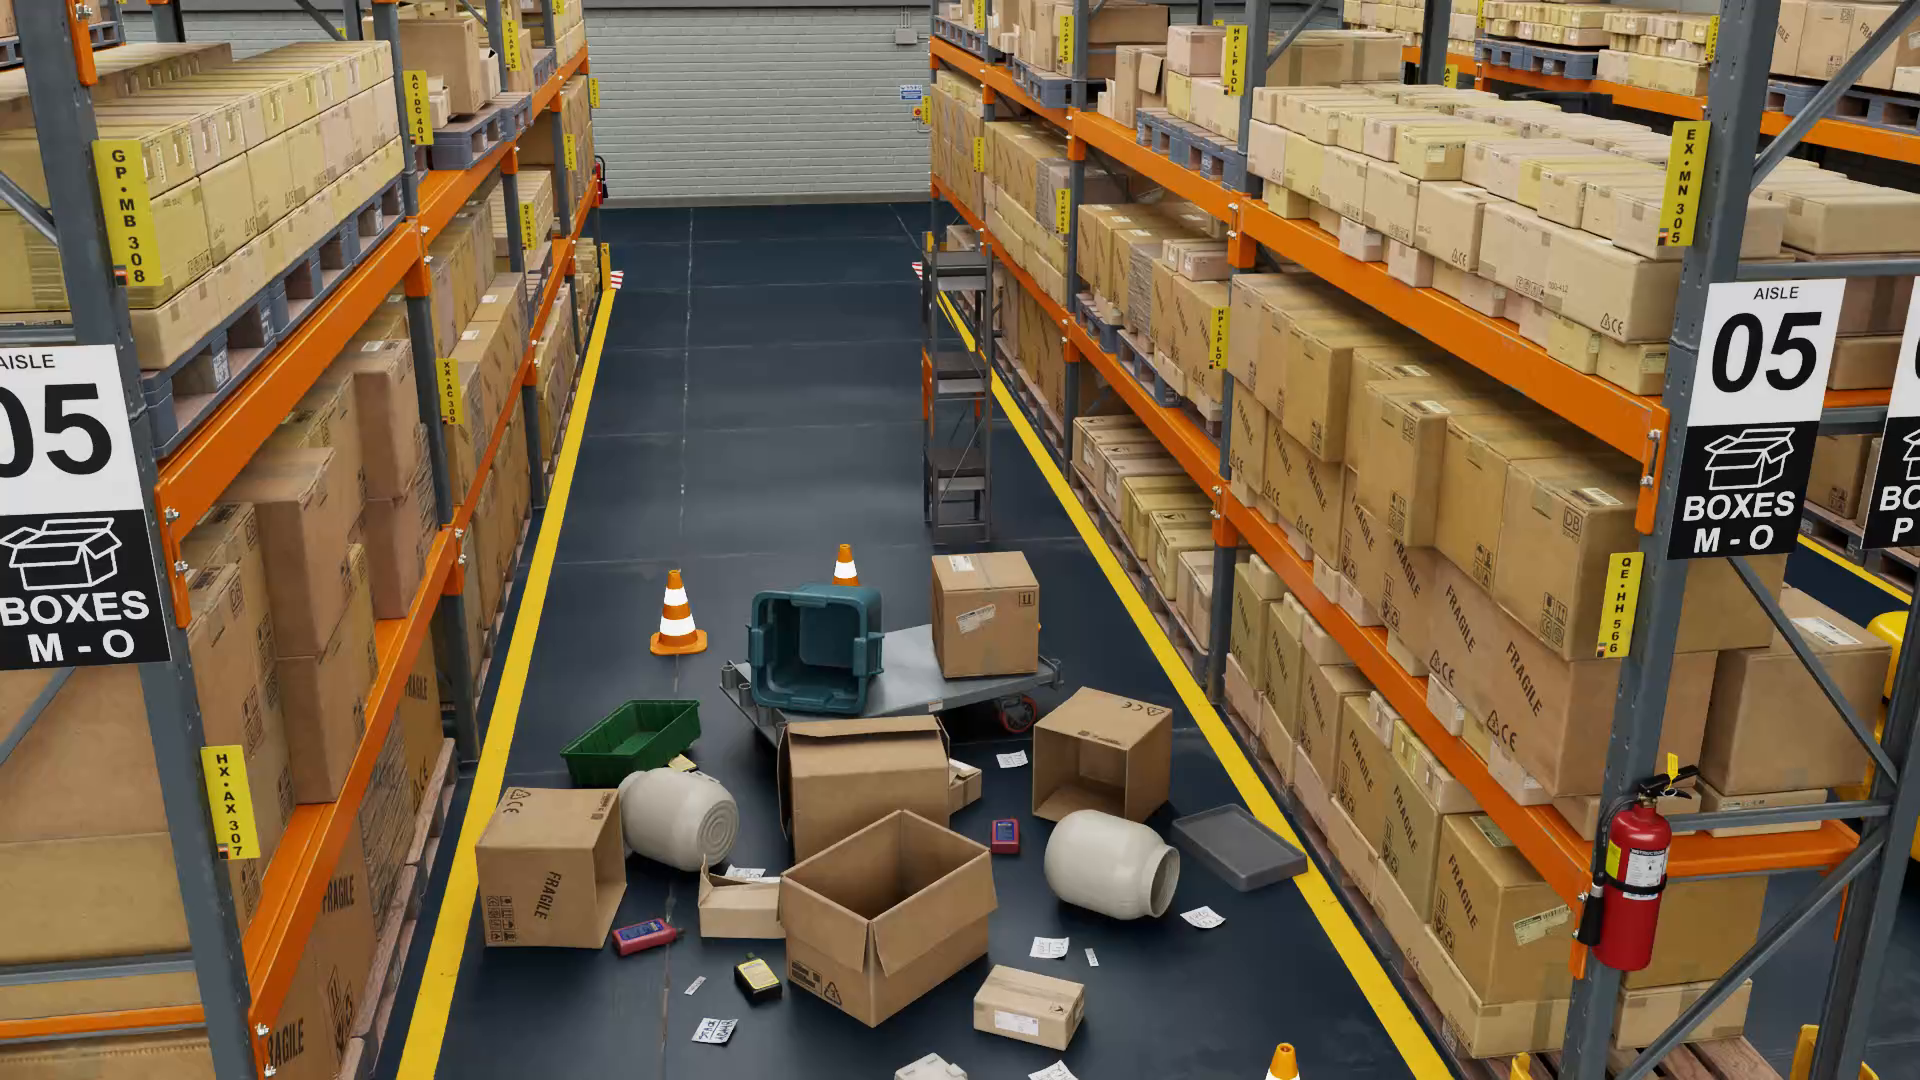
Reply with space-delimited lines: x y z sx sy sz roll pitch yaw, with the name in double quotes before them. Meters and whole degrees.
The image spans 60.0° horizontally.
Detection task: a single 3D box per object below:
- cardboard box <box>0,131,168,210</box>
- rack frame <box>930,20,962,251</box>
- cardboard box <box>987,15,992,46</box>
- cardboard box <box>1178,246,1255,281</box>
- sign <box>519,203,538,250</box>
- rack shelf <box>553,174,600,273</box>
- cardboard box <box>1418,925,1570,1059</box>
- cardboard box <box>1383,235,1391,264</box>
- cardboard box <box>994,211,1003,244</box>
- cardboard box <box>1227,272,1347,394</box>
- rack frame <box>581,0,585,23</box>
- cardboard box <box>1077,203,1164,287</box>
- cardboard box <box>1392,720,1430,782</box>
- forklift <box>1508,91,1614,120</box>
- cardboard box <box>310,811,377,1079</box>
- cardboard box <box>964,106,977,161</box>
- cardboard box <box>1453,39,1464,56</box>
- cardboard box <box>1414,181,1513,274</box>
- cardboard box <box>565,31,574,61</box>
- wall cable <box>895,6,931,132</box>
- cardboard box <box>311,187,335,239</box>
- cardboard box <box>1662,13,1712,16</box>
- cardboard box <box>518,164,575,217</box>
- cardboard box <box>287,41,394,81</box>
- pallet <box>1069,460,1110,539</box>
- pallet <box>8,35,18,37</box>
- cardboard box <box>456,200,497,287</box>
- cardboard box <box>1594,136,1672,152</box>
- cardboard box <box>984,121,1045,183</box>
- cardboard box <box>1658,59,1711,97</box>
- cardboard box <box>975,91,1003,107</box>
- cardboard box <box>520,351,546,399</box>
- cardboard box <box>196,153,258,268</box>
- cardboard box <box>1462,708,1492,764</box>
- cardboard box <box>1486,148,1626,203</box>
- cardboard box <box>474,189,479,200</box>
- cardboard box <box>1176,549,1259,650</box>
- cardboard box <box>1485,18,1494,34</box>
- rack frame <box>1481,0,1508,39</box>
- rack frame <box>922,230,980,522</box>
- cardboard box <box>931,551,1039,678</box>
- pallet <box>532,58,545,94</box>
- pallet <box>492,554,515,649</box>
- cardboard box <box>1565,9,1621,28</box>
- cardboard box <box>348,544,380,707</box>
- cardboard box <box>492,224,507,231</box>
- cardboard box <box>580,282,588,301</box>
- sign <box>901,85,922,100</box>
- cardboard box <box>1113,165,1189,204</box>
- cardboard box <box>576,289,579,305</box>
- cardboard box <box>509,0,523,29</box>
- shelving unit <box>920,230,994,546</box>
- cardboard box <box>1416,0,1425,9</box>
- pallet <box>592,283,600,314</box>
"cardboard box" -2.155 -0.892 4.006 0.380 0.149 0.250 -3 21 -7
"rack frame" 0.155 -4.680 19.960 1.000 3.000 0.127 -3 21 -8
"cardboard box" 0.458 -4.643 15.166 0.396 0.266 0.258 -3 21 -8
"cardboard box" 1.483 -1.599 9.614 0.380 0.149 0.250 -4 21 -9
"sign" -3.027 -2.197 11.657 0.100 0.325 0.005 -3 21 -8
"rack shelf" -4.440 -3.366 17.469 1.077 0.370 4.000 -3 21 -8
"cardboard box" 2.075 1.676 6.270 0.500 0.250 0.500 -3 21 -8
"cardboard box" 1.909 -1.158 6.601 0.380 0.149 0.250 -3 21 -7
"cardboard box" 0.610 -2.880 15.355 0.500 0.250 0.500 -3 21 -9
"cardboard box" 1.734 -1.017 8.154 0.700 0.500 0.500 -3 21 -8
"rack frame" -4.729 -7.206 18.148 1.000 3.000 0.127 -3 21 -8
"cardboard box" 1.144 -2.126 11.952 0.500 0.500 0.500 -4 21 -9
"cardboard box" 1.936 0.821 6.563 0.380 0.149 0.250 -3 21 -7
"forklift" 4.391 -1.642 11.923 1.130 2.935 3.031 -7 22 -17
"cardboard box" -2.714 1.407 6.099 0.875 0.875 0.875 -3 21 -9
"cardboard box" 0.325 -4.136 16.931 0.500 0.500 0.500 -3 21 -9
"cardboard box" 5.267 -5.029 16.965 0.380 0.149 0.250 -3 21 -8
"cardboard box" 1.970 -1.132 5.962 0.500 0.250 0.500 -2 21 -6
"cardboard box" -4.094 -4.873 16.404 0.500 0.250 0.500 -2 21 -5
"wall cable" -0.681 -7.122 25.000 0.585 1.953 0.123 -3 21 -8
"cardboard box" -2.409 -1.133 5.792 0.380 0.149 0.250 -3 21 -8
"cardboard box" 6.198 -4.400 14.142 0.380 0.149 0.250 -3 21 -8
"cardboard box" -3.974 -3.381 15.913 0.500 0.500 0.500 -3 21 -9
"cardboard box" -2.630 -2.035 7.066 0.380 0.149 0.250 -3 21 -8
"pallet" 1.420 -0.333 12.307 1.003 0.211 1.213 -3 21 -8
"pallet" -9.355 -4.864 16.292 1.003 0.211 1.213 -3 21 -8
"cardboard box" -3.520 -1.985 11.172 0.700 0.500 0.500 -3 21 -8
"cardboard box" 2.536 -1.377 6.048 0.380 0.149 0.250 -2 21 -6
"cardboard box" 0.511 -3.644 15.612 0.500 0.500 0.500 -3 21 -7
"cardboard box" 5.906 -3.662 13.162 0.500 0.250 0.500 -4 21 -10
"cardboard box" 0.361 -4.475 16.912 0.380 0.149 0.250 -3 21 -8
"cardboard box" -3.435 -1.254 12.686 0.500 0.250 0.500 -4 21 -10
"cardboard box" -2.312 -0.929 4.676 0.500 0.250 0.500 -3 21 -8
"cardboard box" 2.034 0.687 5.950 0.380 0.149 0.250 -3 21 -9
"cardboard box" 2.053 -1.258 5.729 0.380 0.149 0.250 -3 21 -8
"cardboard box" -4.550 -3.069 14.981 0.380 0.149 0.250 -3 21 -7
"cardboard box" 1.807 0.327 9.708 0.950 0.372 0.625 -3 21 -7
"cardboard box" 5.293 -4.954 16.023 0.380 0.149 0.250 -3 21 -7
"rack frame" 5.643 -6.357 15.876 1.000 3.000 0.127 -3 21 -8
"rack frame" -0.059 -1.125 11.728 0.400 2.100 0.015 -3 21 -8
"cardboard box" 0.128 0.391 8.872 0.500 0.500 0.500 -3 21 -8
"pallet" -4.016 -3.750 13.450 1.213 0.211 1.003 -3 21 -8
"pallet" -3.364 0.379 10.400 1.003 0.211 1.213 -3 21 -8
"cardboard box" 5.532 -4.561 14.546 0.380 0.149 0.250 -3 21 -7
"cardboard box" -2.695 0.377 6.206 0.875 0.550 0.500 -3 21 -8
"cardboard box" -3.492 -2.246 12.351 0.380 0.149 0.250 -3 21 -9
"cardboard box" -4.110 -2.599 17.437 0.380 0.149 0.250 -3 21 -8
"sign" -0.737 -6.777 25.187 0.327 0.218 0.001 -3 21 -8
"cardboard box" 1.479 -2.609 12.841 0.500 0.500 0.500 -4 21 -10
"cardboard box" -3.978 -2.379 16.421 0.380 0.149 0.250 -2 21 -5
"cardboard box" -4.206 -4.523 14.508 0.700 0.500 0.500 -3 21 -8
"shelving unit" -0.024 -1.041 11.502 0.431 2.100 0.503 -3 21 -8
"cardboard box" 5.186 -5.769 17.663 0.500 0.250 0.500 -3 21 -7
"pallet" -4.635 -2.780 18.857 1.003 0.211 1.213 -3 21 -8
